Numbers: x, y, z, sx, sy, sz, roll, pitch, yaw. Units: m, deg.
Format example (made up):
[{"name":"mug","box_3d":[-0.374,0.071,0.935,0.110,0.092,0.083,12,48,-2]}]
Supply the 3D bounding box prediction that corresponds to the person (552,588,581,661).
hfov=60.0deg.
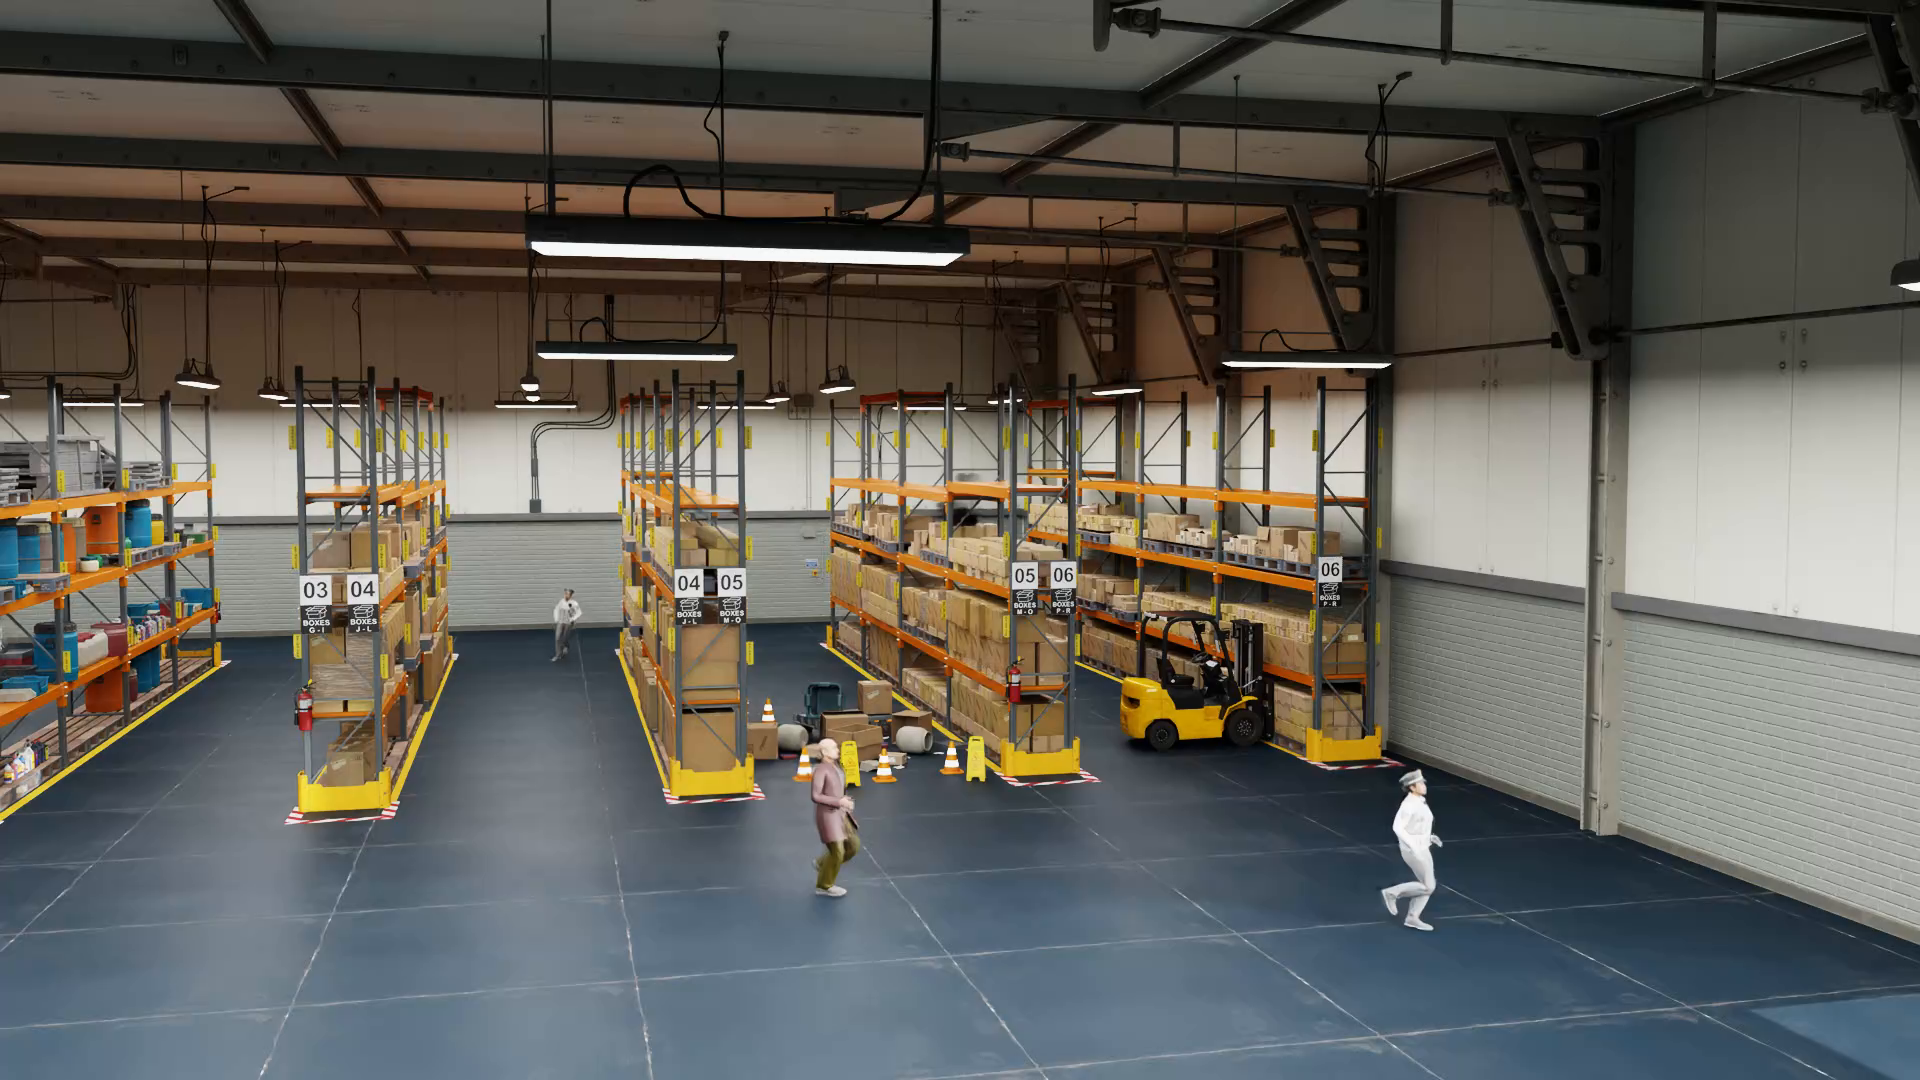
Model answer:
[{"name":"person","box_3d":[-9.000,1.915,38.090,0.673,1.646,0.761,0,3,7]}]

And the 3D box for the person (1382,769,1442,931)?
[{"name":"person","box_3d":[4.641,3.165,17.059,0.552,1.657,0.621,2,4,28]}]

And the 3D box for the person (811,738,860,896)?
[{"name":"person","box_3d":[-1.364,3.038,18.250,0.649,1.730,0.702,1,4,21]}]
